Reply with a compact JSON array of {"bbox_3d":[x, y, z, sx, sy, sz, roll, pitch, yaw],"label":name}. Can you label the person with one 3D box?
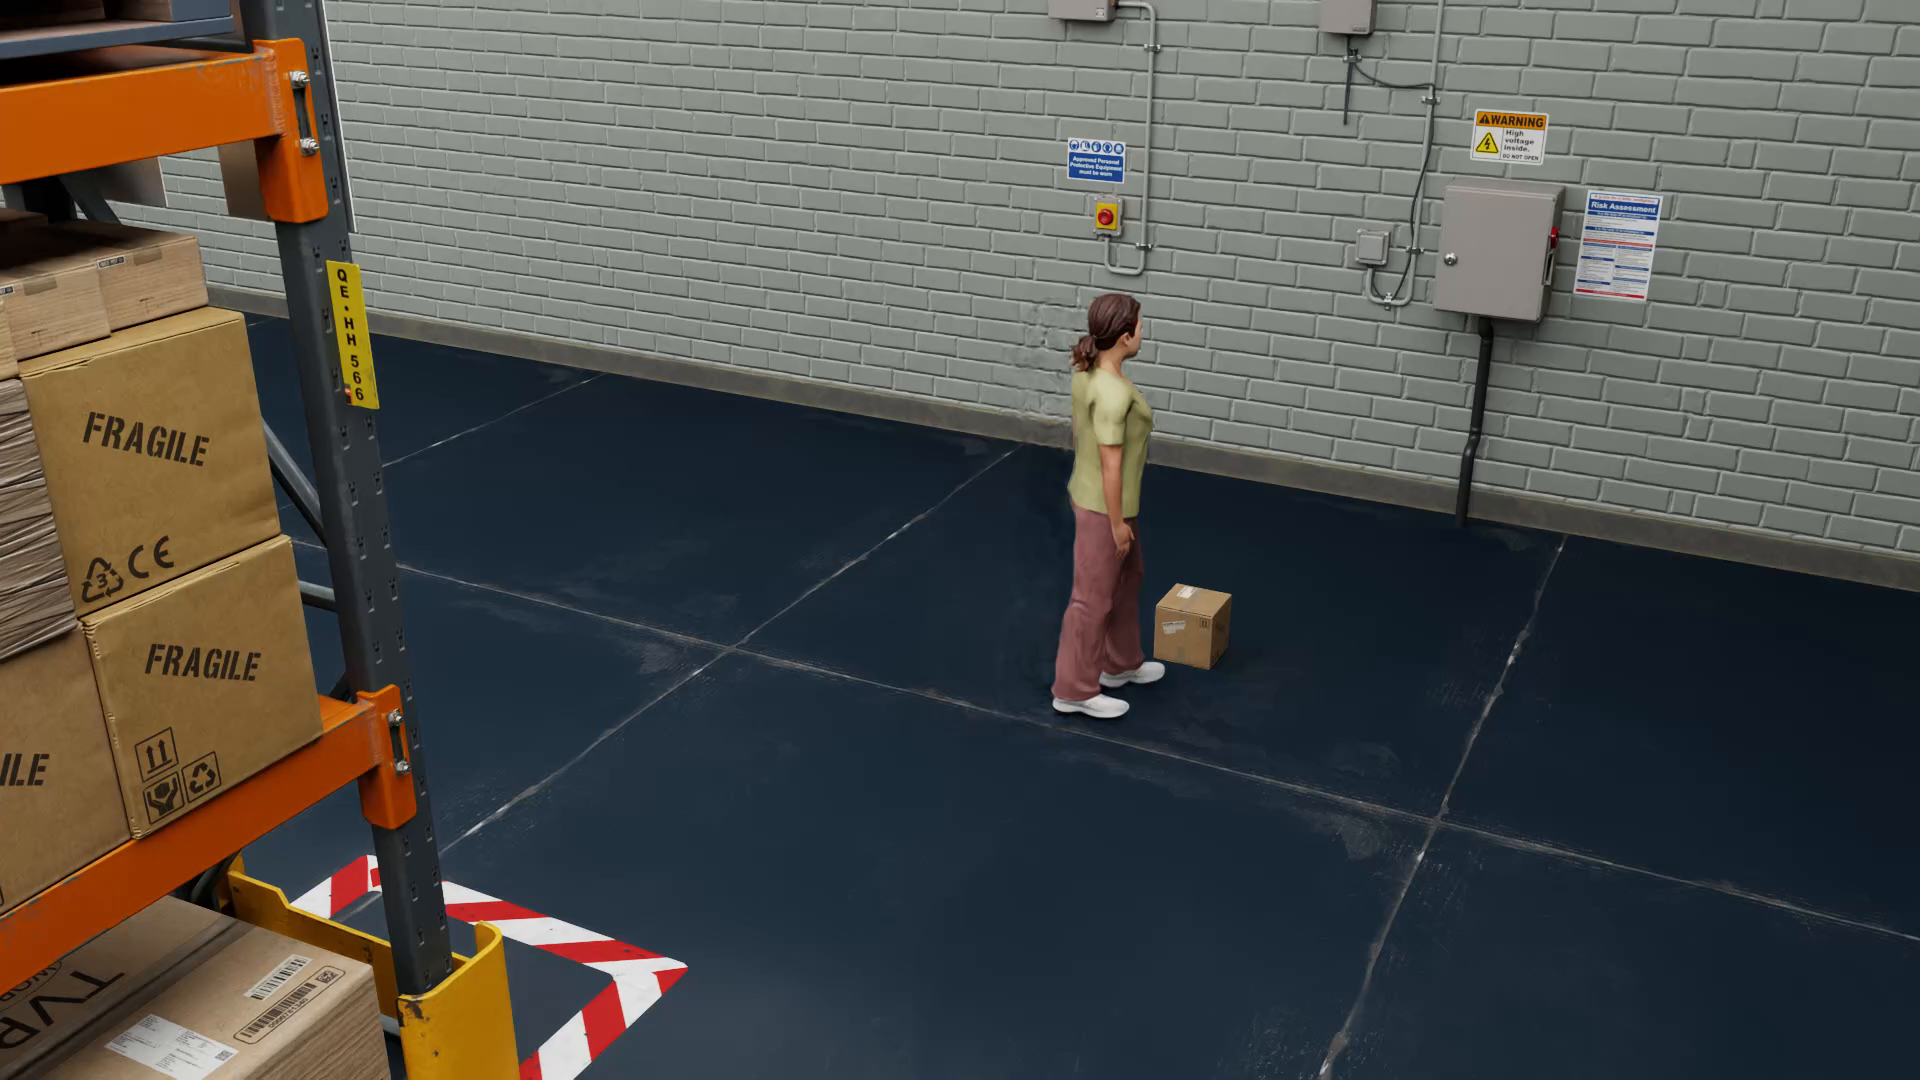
[{"bbox_3d":[0.614,-0.127,6.362,0.525,1.670,0.453,-3,23,-8],"label":"person"}]
